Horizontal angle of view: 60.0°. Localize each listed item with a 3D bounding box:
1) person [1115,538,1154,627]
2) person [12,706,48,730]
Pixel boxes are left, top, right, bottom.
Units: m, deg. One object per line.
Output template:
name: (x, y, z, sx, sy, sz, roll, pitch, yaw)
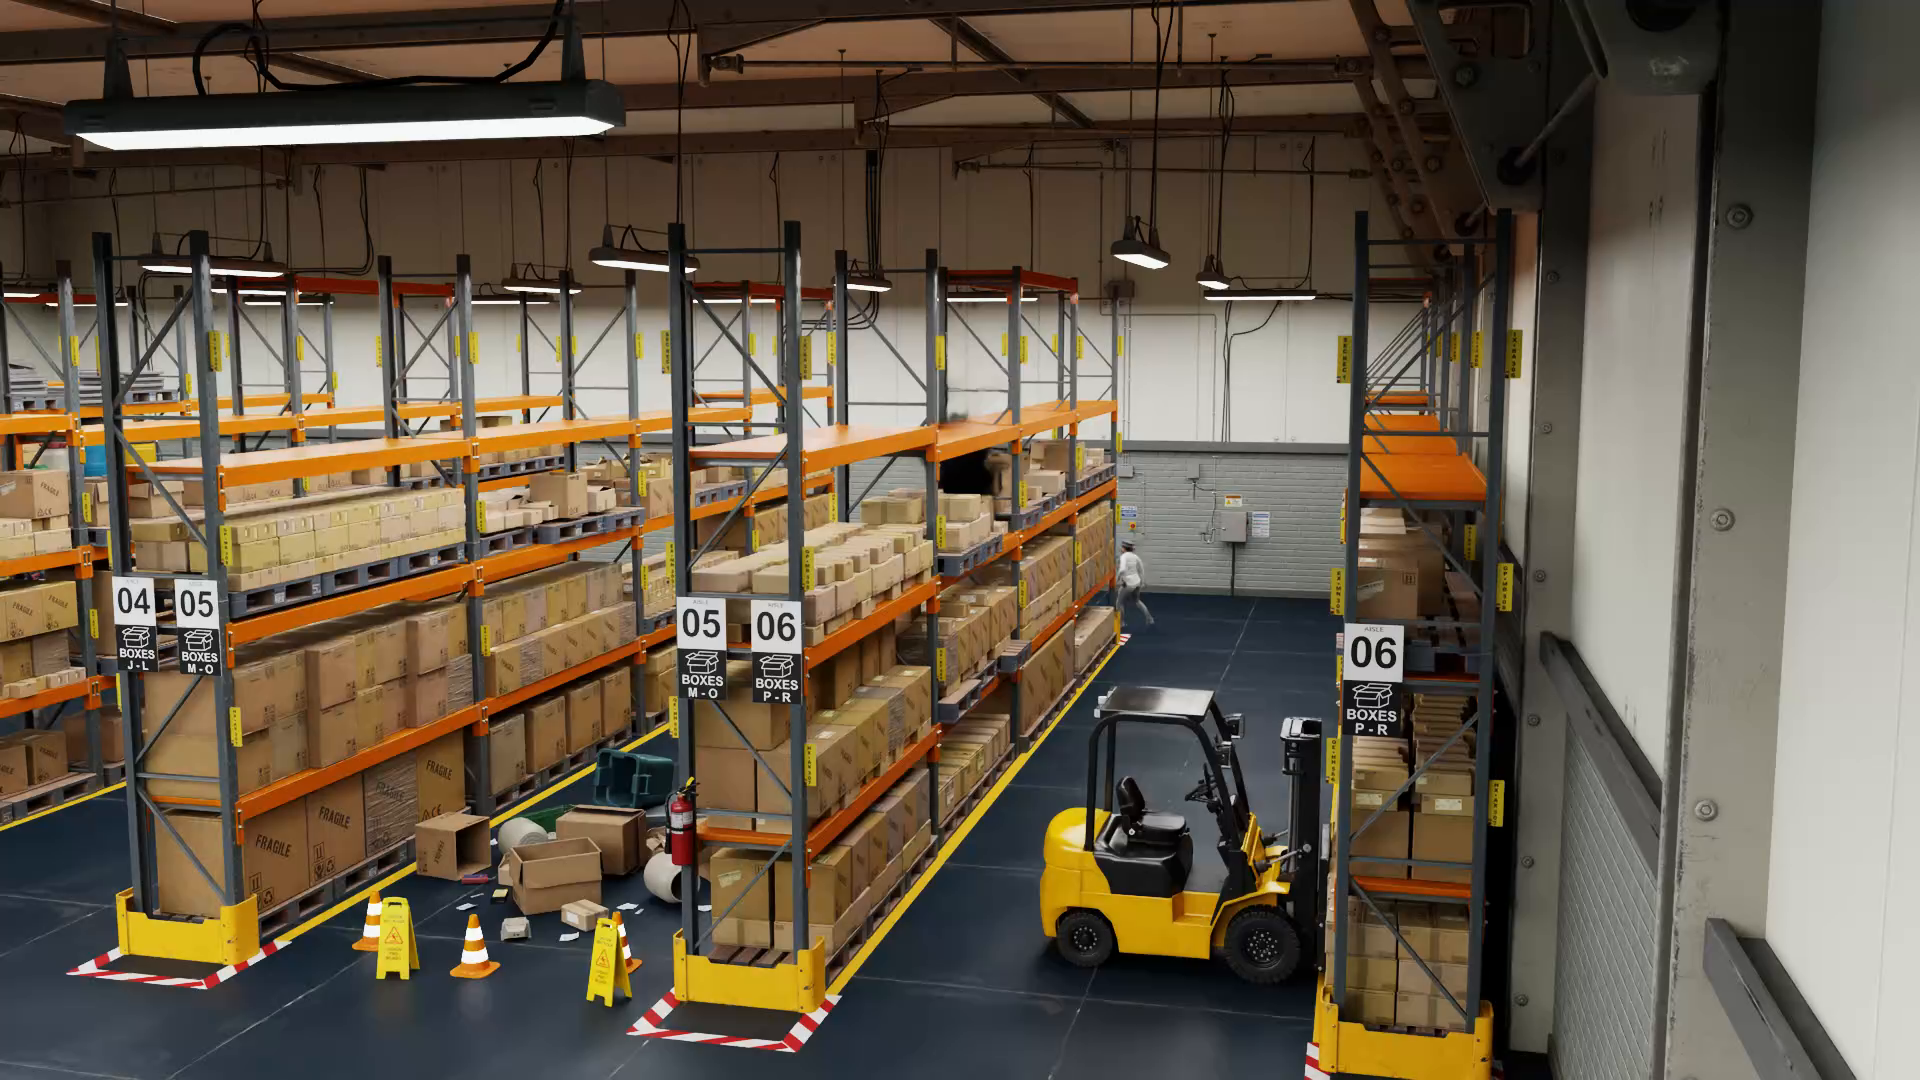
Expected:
person: (2.976, 0.776, 29.388, 0.739, 1.624, 0.880, 6, 9, 39)
person: (-11.598, 1.784, 20.772, 0.698, 1.720, 0.576, 0, 7, 2)
